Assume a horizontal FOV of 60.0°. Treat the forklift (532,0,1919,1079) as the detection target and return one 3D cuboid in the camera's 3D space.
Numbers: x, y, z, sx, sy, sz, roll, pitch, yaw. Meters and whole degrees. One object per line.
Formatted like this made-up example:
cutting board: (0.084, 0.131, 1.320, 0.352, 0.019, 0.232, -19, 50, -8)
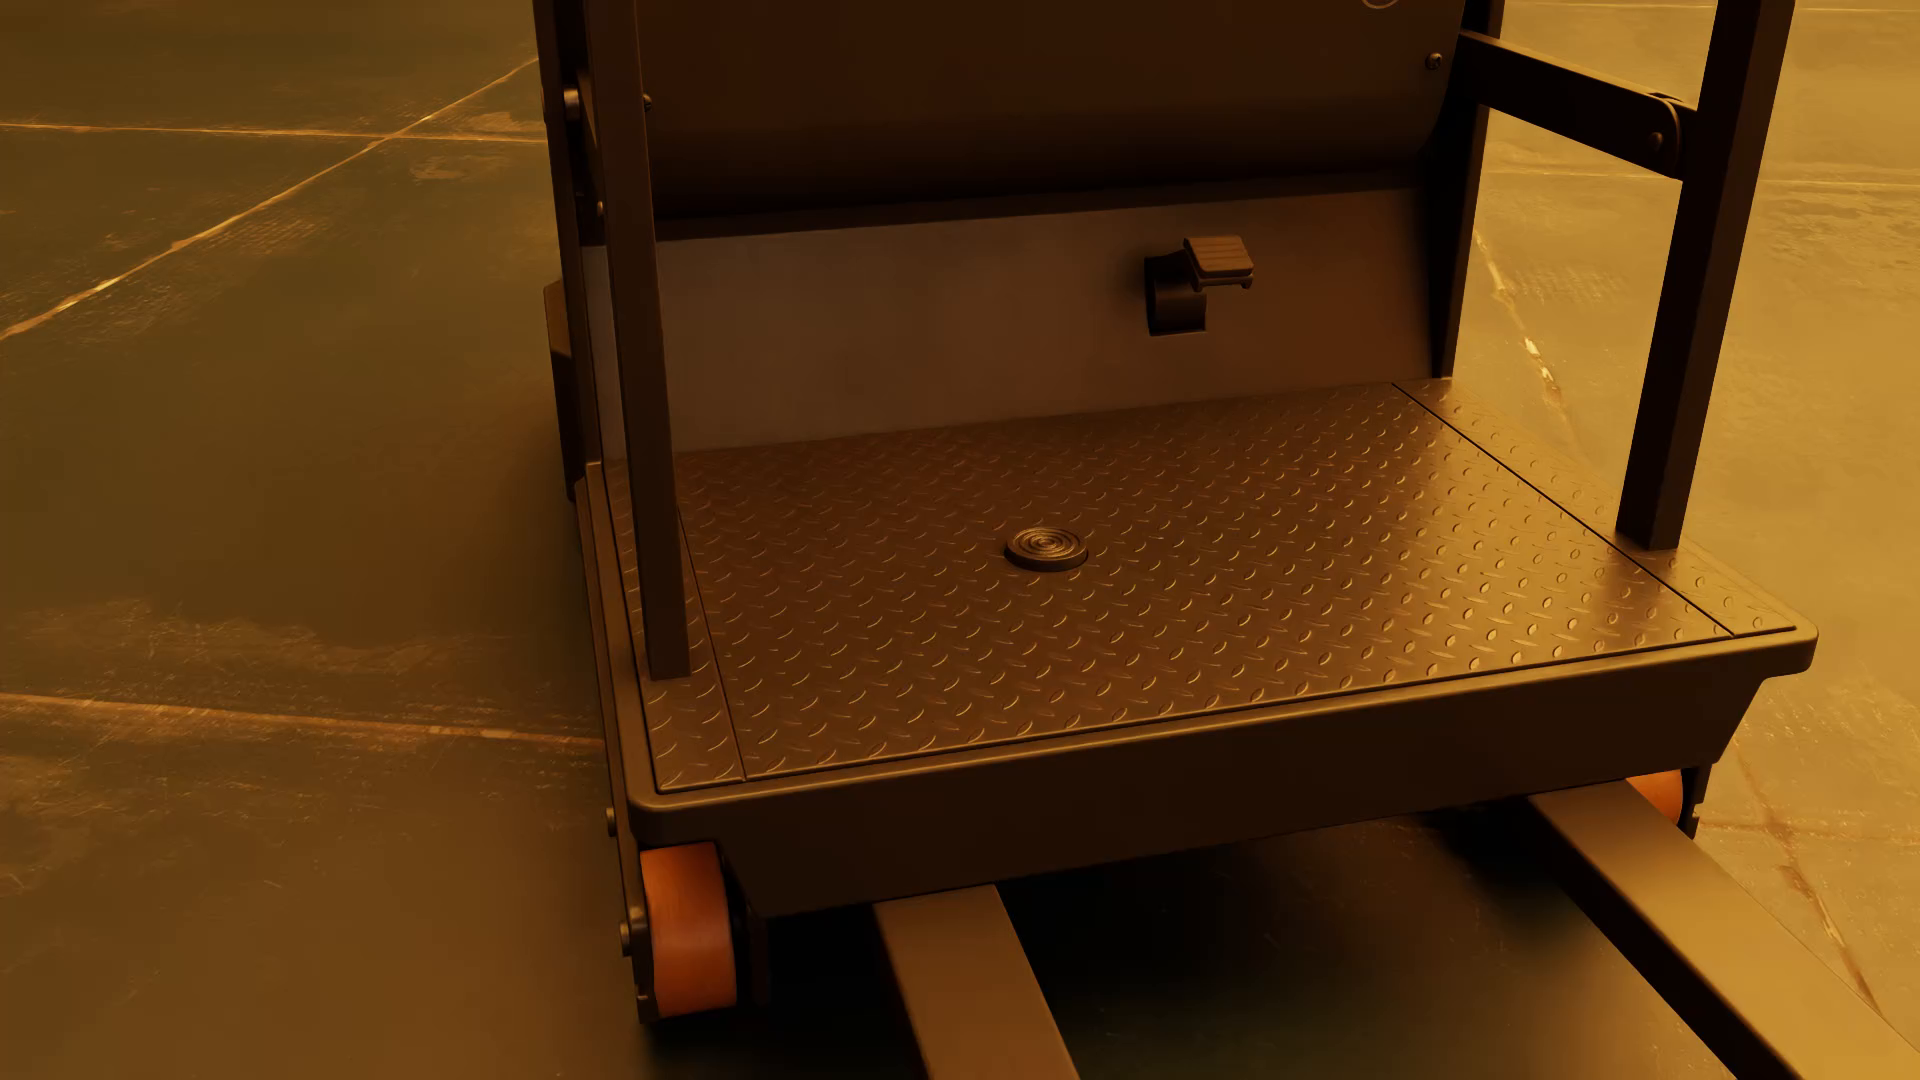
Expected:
forklift: (0.153, -1.049, 1.319, 1.130, 2.935, 3.031, -7, 27, -13)
